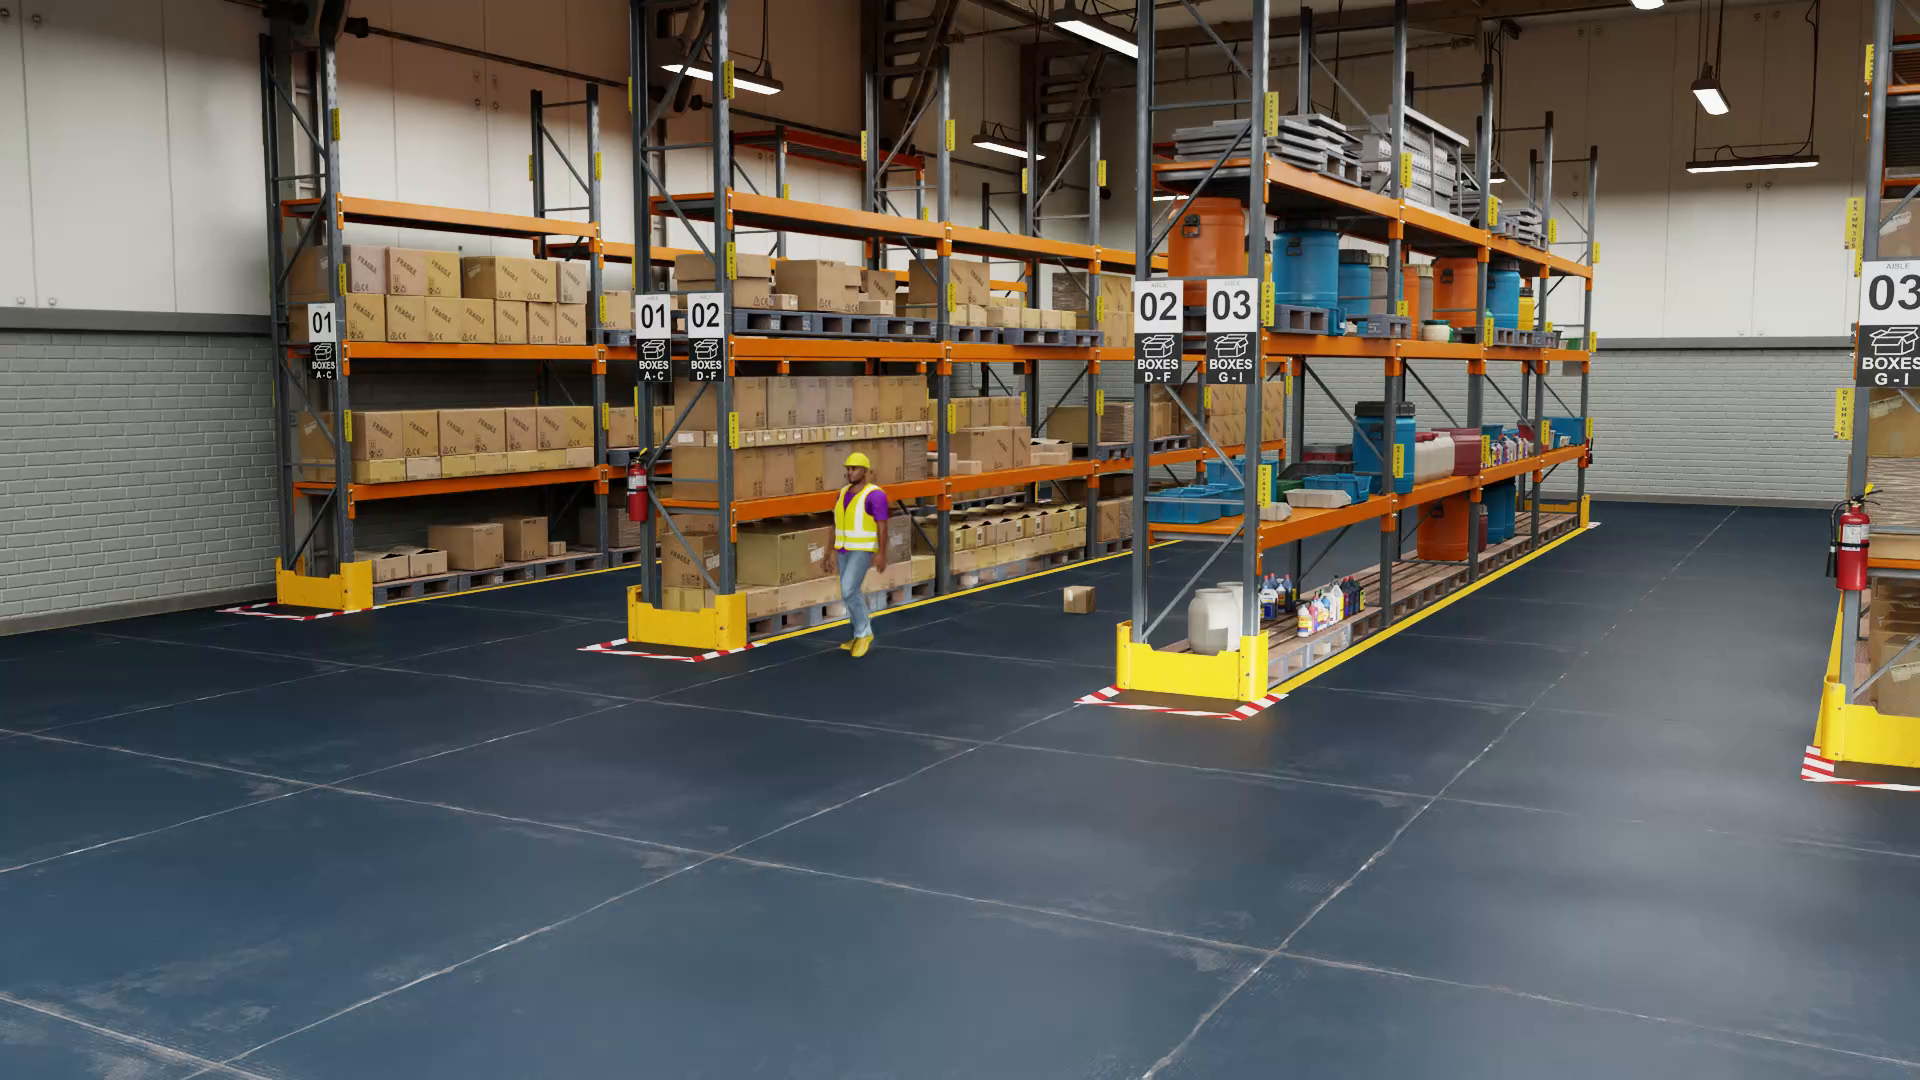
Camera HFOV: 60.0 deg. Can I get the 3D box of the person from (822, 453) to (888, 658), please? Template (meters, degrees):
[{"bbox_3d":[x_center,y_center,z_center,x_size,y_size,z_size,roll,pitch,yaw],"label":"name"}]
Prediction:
[{"bbox_3d":[-0.956,0.132,14.702,0.569,1.803,0.478,6,8,44],"label":"person"}]
